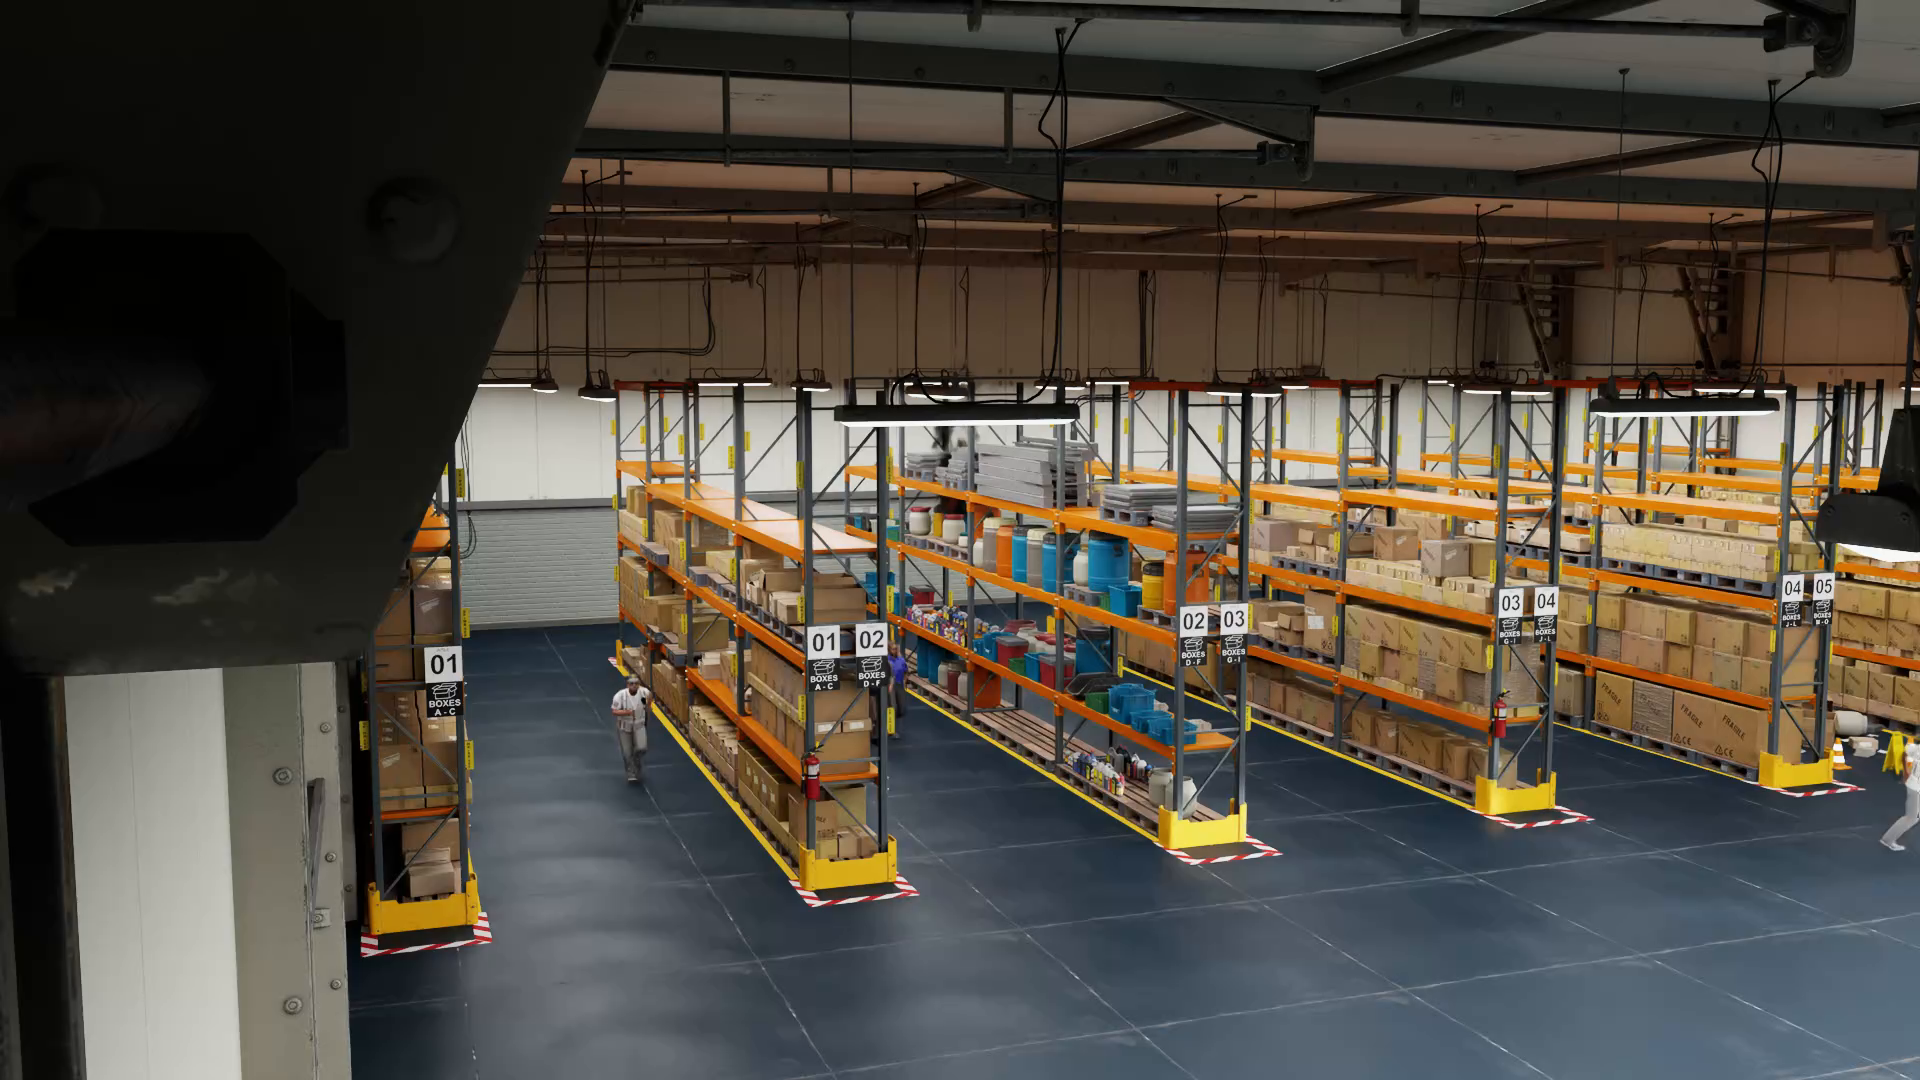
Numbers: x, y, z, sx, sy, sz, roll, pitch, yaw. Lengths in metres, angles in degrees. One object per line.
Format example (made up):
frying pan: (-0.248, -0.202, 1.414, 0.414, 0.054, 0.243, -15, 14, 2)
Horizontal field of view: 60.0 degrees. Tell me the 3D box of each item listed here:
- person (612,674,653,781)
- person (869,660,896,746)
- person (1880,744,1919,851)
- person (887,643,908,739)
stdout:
person: (-4.913, 2.827, 25.054, 0.653, 1.700, 0.786, -2, 6, -19)
person: (-1.392, 2.591, 27.718, 0.693, 1.678, 0.681, -3, 7, -28)
person: (12.350, 3.238, 21.405, 0.816, 1.703, 0.601, 3, 7, 26)
person: (-1.143, 2.543, 28.298, 0.576, 1.604, 0.612, -2, 6, -18)
